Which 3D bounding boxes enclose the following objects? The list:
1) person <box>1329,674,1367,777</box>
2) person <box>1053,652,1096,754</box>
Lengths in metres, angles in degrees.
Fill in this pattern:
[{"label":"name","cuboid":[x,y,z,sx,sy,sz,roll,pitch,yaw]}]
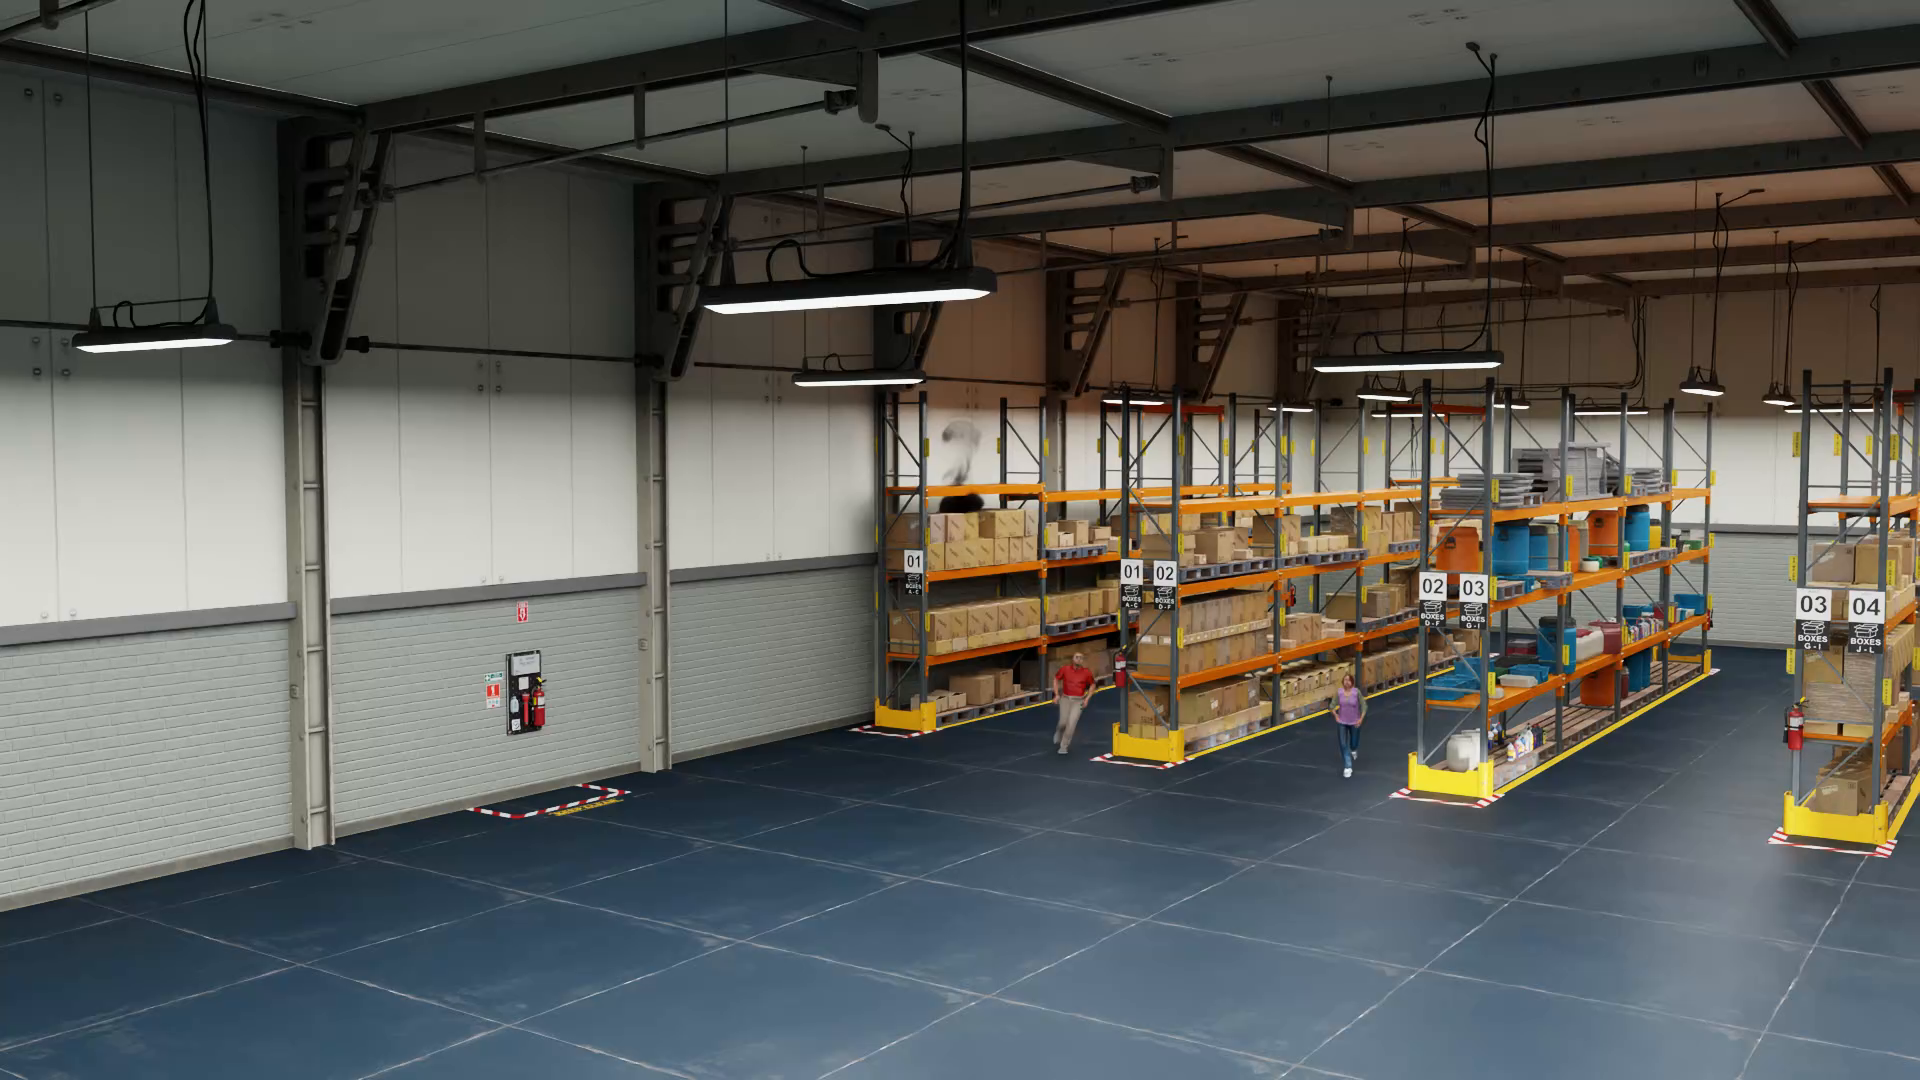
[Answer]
[{"label":"person","cuboid":[5.959,2.825,25.547,0.564,1.560,0.593,1,3,15]},{"label":"person","cuboid":[1.880,2.661,27.327,0.696,1.651,0.573,0,3,2]}]
